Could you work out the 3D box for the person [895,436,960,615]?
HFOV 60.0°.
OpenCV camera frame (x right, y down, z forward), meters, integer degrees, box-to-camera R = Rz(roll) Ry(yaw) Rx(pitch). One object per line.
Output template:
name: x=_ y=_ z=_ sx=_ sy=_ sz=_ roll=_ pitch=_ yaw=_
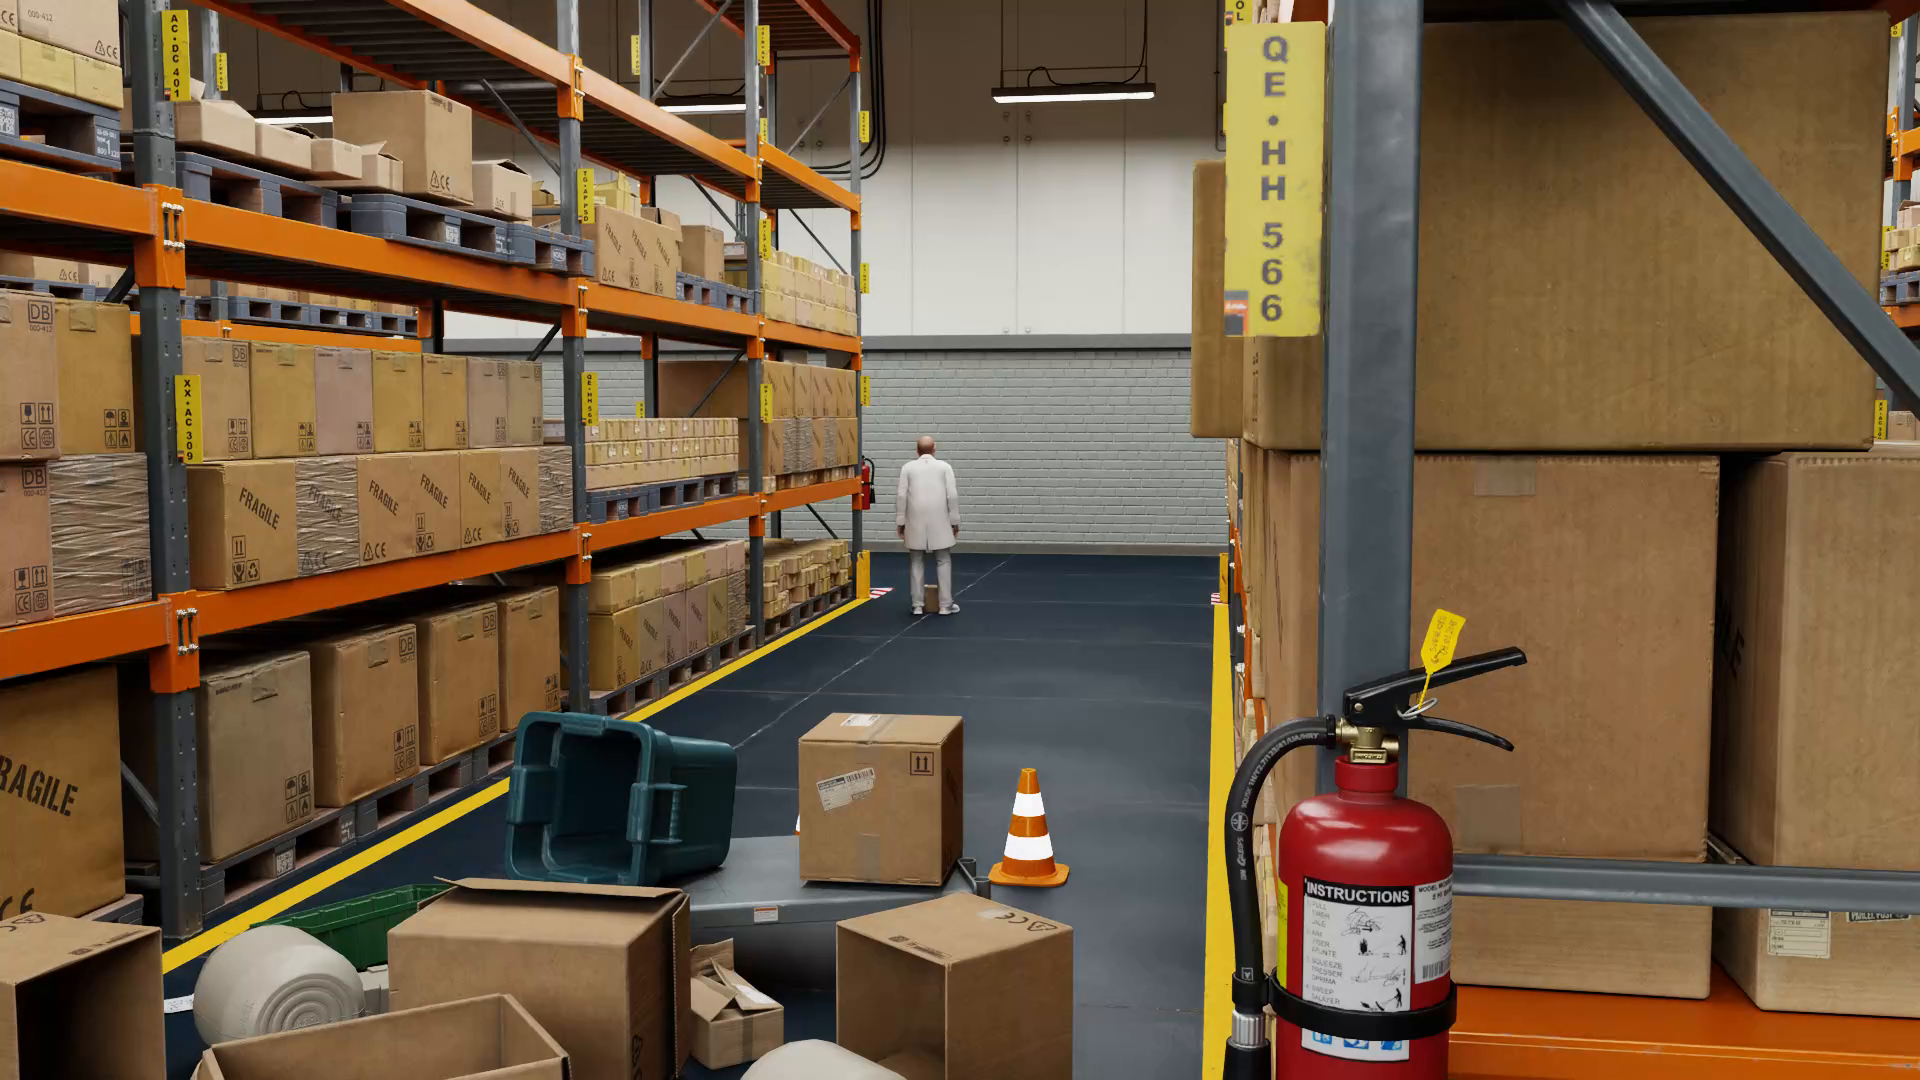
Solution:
person: x=-0.322 y=-0.150 z=16.551 sx=0.653 sy=1.774 sz=0.425 roll=0 pitch=4 yaw=4
